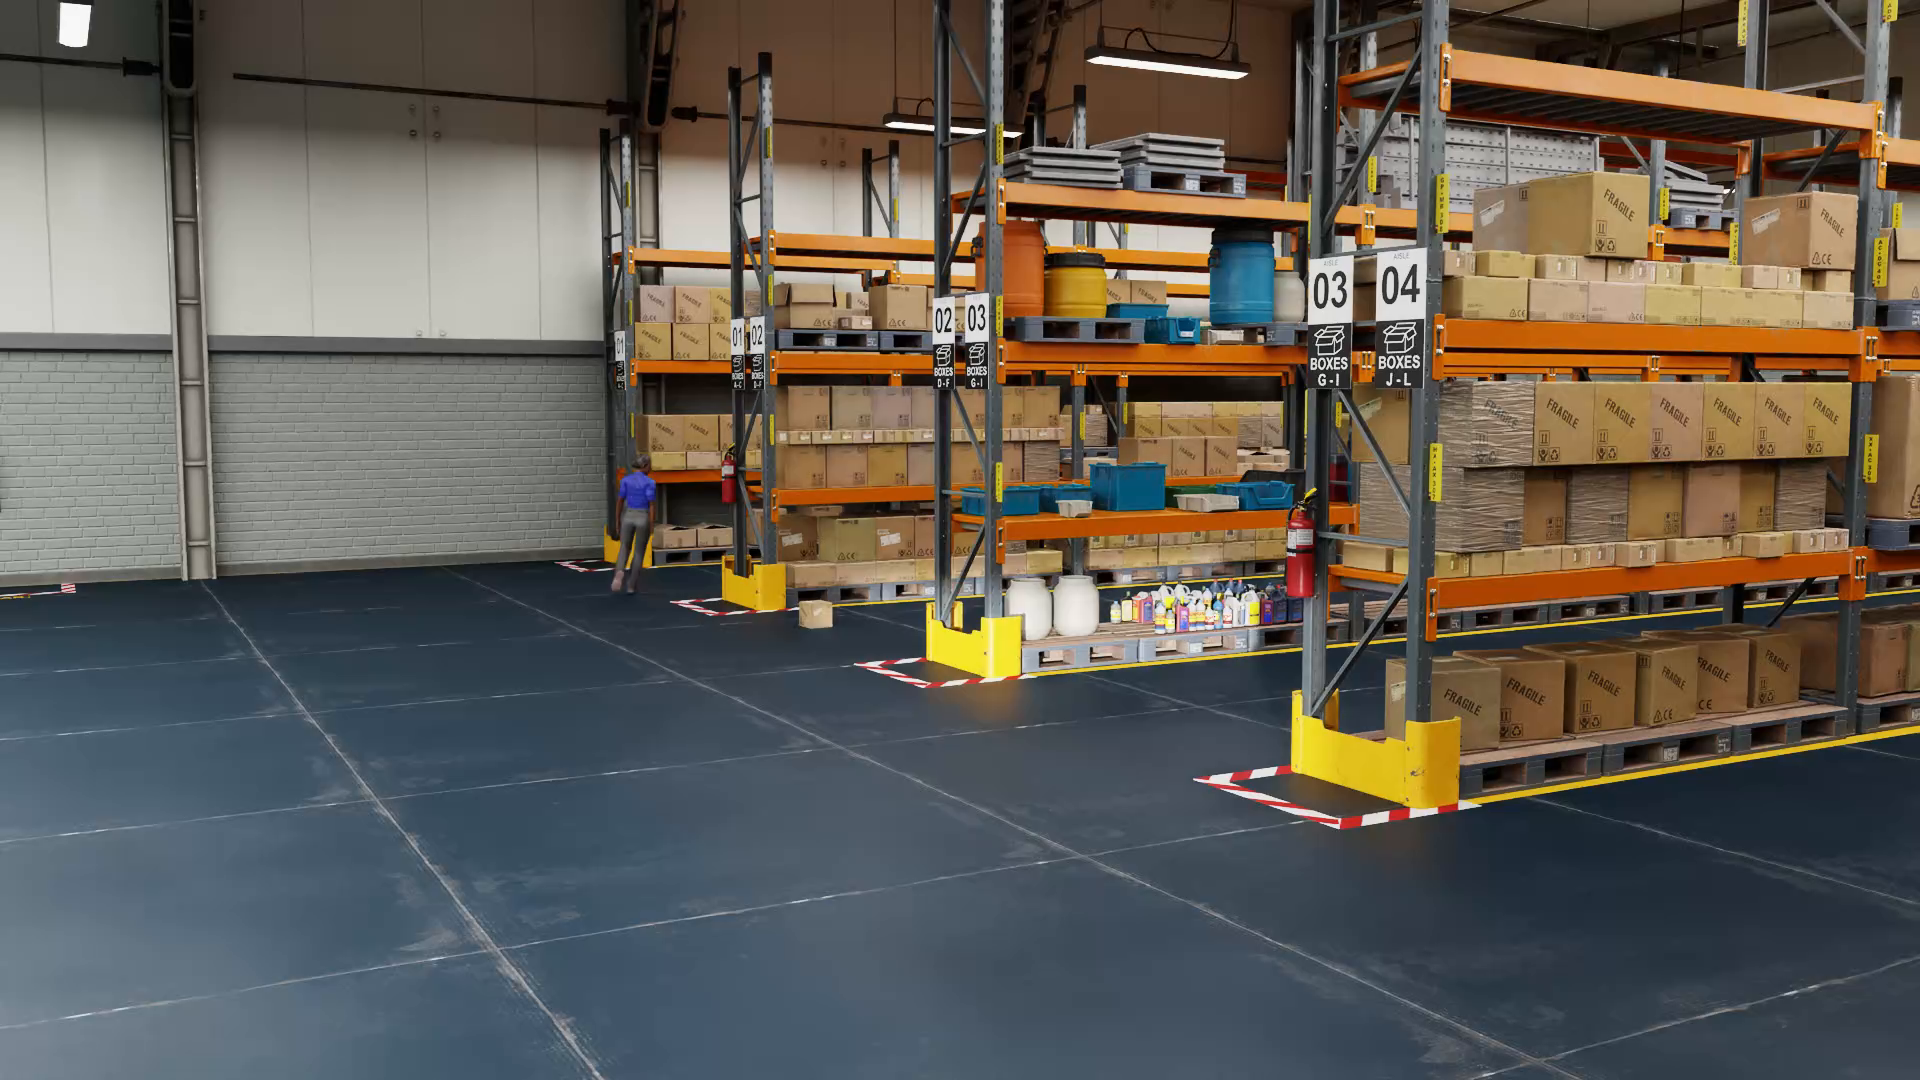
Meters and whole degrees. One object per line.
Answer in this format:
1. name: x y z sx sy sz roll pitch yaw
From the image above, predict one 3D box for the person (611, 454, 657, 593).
1. person: -3.785 -0.189 19.414 0.520 1.636 0.508 0 5 3
